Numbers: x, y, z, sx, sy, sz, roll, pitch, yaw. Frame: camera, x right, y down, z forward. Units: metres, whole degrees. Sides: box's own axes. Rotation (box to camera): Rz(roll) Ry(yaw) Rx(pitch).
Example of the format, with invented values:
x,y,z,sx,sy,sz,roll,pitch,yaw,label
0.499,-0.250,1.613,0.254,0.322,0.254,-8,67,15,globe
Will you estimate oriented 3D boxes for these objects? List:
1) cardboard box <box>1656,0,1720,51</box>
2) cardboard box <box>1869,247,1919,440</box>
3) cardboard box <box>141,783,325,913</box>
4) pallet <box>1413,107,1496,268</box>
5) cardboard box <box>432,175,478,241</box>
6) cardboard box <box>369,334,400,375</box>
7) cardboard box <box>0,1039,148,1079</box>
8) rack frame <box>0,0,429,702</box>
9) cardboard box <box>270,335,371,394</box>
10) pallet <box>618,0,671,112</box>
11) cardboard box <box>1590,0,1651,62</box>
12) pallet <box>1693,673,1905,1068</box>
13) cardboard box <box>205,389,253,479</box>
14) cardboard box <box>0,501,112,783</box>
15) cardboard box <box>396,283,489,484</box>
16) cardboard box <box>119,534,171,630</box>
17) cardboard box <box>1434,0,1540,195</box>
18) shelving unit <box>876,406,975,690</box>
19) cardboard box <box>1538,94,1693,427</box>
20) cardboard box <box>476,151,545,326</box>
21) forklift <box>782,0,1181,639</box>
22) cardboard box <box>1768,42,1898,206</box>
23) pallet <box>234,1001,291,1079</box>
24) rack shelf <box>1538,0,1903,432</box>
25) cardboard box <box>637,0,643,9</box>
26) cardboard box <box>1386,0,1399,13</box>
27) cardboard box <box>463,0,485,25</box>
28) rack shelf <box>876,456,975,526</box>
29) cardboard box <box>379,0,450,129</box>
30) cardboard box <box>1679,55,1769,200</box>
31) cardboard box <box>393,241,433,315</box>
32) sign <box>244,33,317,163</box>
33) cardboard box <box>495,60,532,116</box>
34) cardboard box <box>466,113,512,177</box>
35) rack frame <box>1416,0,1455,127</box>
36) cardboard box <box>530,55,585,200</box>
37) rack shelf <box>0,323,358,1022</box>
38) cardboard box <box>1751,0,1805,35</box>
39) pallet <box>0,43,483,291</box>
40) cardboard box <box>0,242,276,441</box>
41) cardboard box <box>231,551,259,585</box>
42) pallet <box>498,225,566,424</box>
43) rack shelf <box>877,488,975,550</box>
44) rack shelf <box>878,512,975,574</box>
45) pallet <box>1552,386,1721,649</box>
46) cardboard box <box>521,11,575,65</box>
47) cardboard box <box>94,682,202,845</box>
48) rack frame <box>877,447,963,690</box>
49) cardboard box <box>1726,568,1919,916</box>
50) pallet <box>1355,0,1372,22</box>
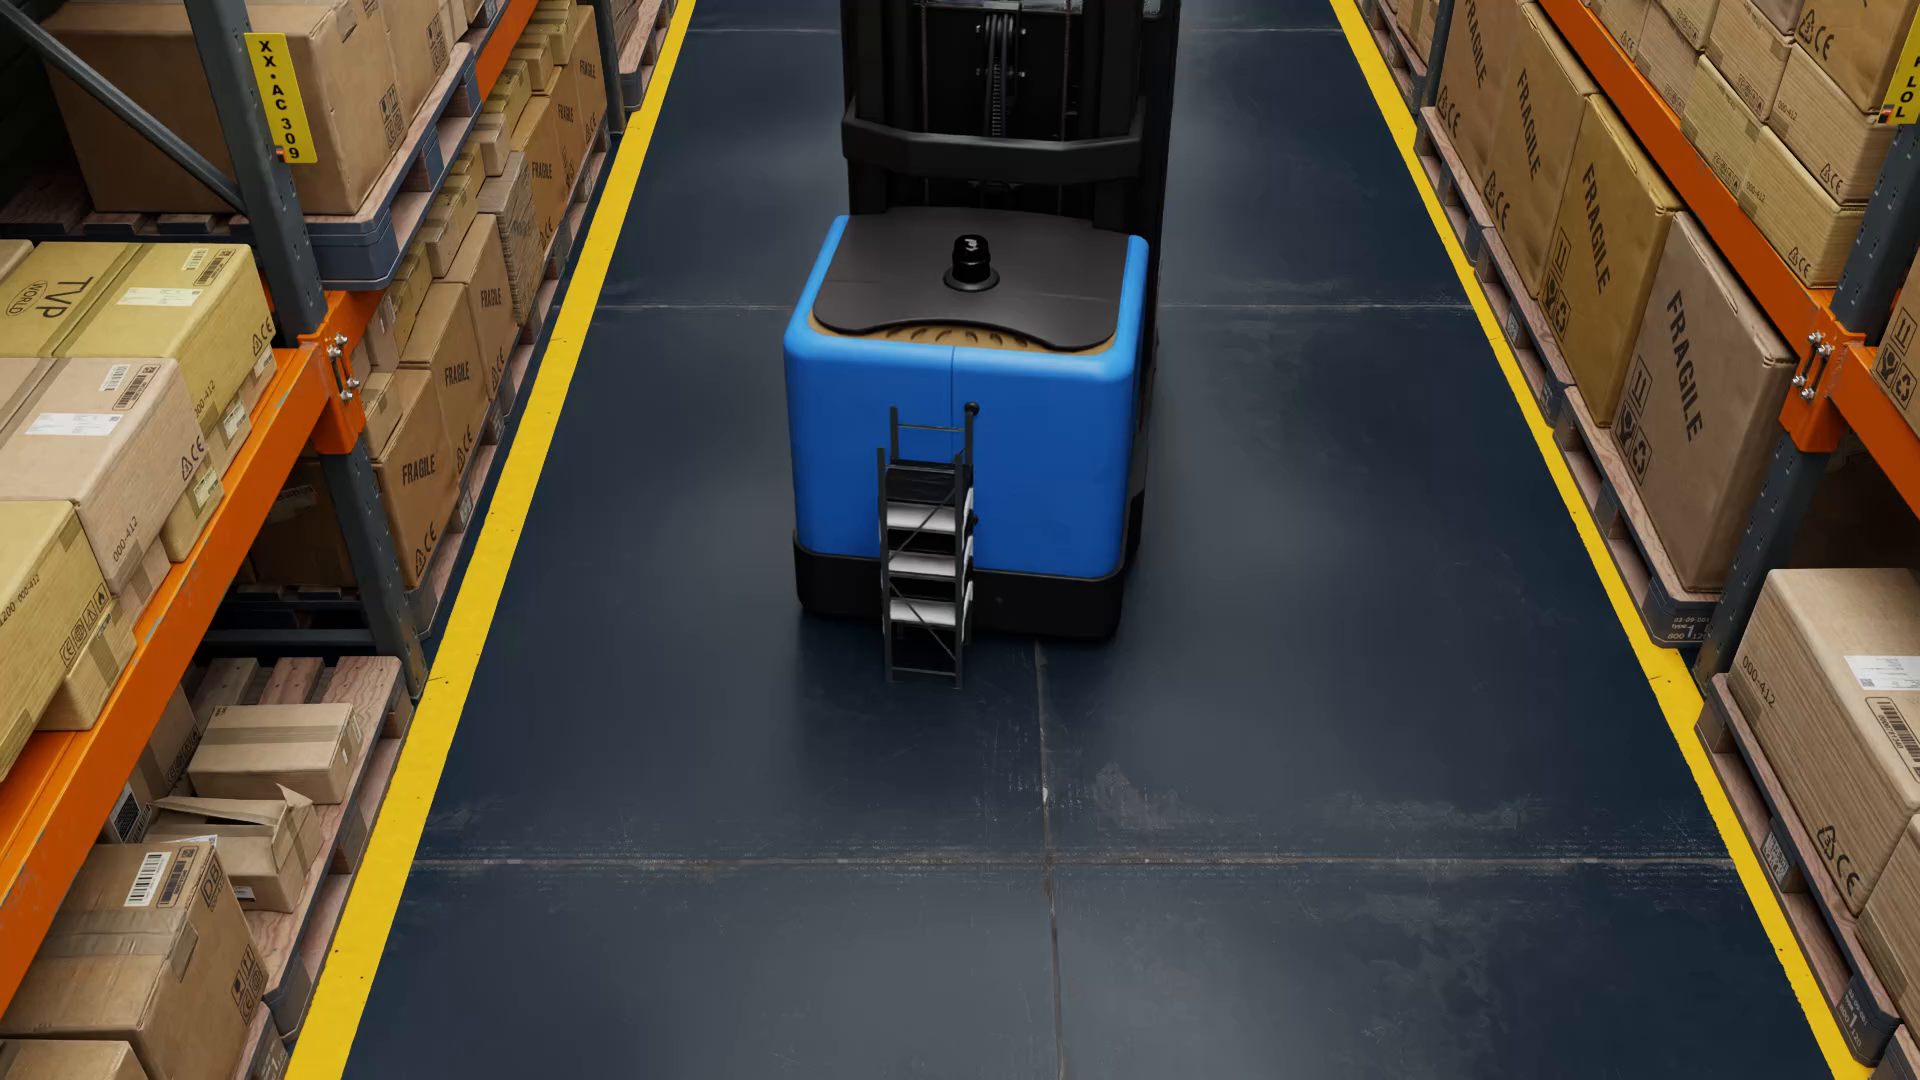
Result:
x,y,z,sx,sy,sz,roll,pitch,yaw,label
2.539,-1.764,5.272,0.500,0.250,0.500,1,39,1,cardboard box
2.536,-0.461,3.846,0.500,0.500,0.500,1,39,1,cardboard box
-1.872,0.765,4.247,0.396,0.266,0.258,1,39,2,cardboard box
2.718,-1.635,7.622,1.003,0.211,1.213,0,39,0,pallet
-1.965,-1.192,5.983,0.380,0.149,0.250,1,39,2,cardboard box
-1.979,-0.548,5.180,0.380,0.149,0.250,-1,39,-1,cardboard box
-1.931,1.356,3.322,0.500,0.500,0.500,1,39,1,cardboard box
-2.167,-0.709,4.236,1.000,3.000,0.127,0,39,0,rack frame
-1.962,-0.491,4.871,0.380,0.149,0.250,-1,39,-1,cardboard box
-2.133,-2.637,8.872,1.003,0.211,1.213,0,39,0,pallet
2.559,-1.894,5.835,0.500,0.250,0.500,0,39,0,cardboard box
2.720,0.849,4.522,1.003,0.211,1.213,0,39,0,pallet
-1.892,-0.249,3.863,0.380,0.149,0.250,1,39,1,cardboard box
-1.919,0.177,3.013,0.500,0.250,0.500,0,39,0,cardboard box
-1.953,-0.533,5.680,0.500,0.500,0.500,-1,39,-1,cardboard box
-1.894,0.077,3.456,0.380,0.149,0.250,1,39,1,cardboard box
2.710,-2.119,7.359,0.875,0.875,0.875,0,39,0,cardboard box
-0.097,0.040,4.980,0.258,0.900,0.210,5,39,7,shelving unit
2.708,-1.002,5.965,0.875,0.875,0.875,1,39,1,cardboard box
-1.943,-1.170,6.474,0.500,0.500,0.500,-1,39,-2,cardboard box
0.196,-1.751,5.592,1.130,2.935,3.031,5,39,7,forklift
2.553,-1.127,4.478,0.500,0.250,0.500,0,39,0,cardboard box
-2.163,1.573,3.618,1.003,0.211,1.213,0,39,0,pallet
2.795,-1.685,6.029,1.077,0.370,4.000,0,39,0,rack shelf
-2.167,-3.247,8.966,0.875,0.625,0.625,1,39,1,cardboard box
2.793,-3.170,9.072,0.950,0.372,0.625,-1,39,-1,cardboard box
-1.945,-2.029,5.468,0.700,0.500,0.500,0,39,0,cardboard box
-0.097,-0.144,4.832,0.258,0.077,0.200,5,39,7,rack shelf
-1.944,-1.539,4.856,0.700,0.500,0.500,0,39,0,cardboard box
2.545,-1.255,5.038,0.500,0.250,0.500,-1,39,-1,cardboard box
-2.004,-0.880,5.594,0.380,0.149,0.250,-1,39,-1,cardboard box
-1.624,-1.052,3.972,0.100,0.325,0.005,0,39,0,sign
-1.975,-1.843,6.796,0.380,0.149,0.250,1,39,1,cardboard box
-1.944,-1.514,6.385,0.380,0.149,0.250,-2,39,-2,cardboard box
2.792,-3.217,7.365,1.000,3.000,0.127,0,39,0,rack frame
-1.966,-1.822,7.288,0.500,0.500,0.500,-1,39,-1,cardboard box
-2.164,0.822,2.901,1.077,0.370,4.000,0,39,0,rack shelf
2.537,-1.747,4.652,0.500,0.500,0.500,1,39,1,cardboard box
-2.058,-1.134,4.920,1.003,0.211,1.213,0,39,0,pallet
-1.922,-0.448,3.793,0.500,0.250,0.500,1,39,1,cardboard box
-2.463,-0.204,5.270,0.500,0.500,0.500,0,39,0,cardboard box
-2.210,-0.895,6.698,1.003,0.211,1.213,0,39,0,pallet
-0.097,-0.074,4.888,0.258,0.077,0.200,5,39,7,rack shelf
-0.097,-0.004,4.945,0.258,0.077,0.200,5,39,7,rack shelf
2.721,-0.109,5.718,1.003,0.211,1.213,0,39,0,pallet
-1.886,-2.173,7.207,0.380,0.149,0.250,-2,39,-2,cardboard box
-2.402,0.589,4.430,0.500,0.311,0.500,1,39,2,cardboard box
-0.112,0.103,4.902,0.240,0.900,0.006,5,39,7,rack frame
2.690,0.514,4.424,0.875,0.438,0.875,-1,39,-1,cardboard box
2.794,-3.378,9.797,1.003,0.211,1.213,0,39,0,pallet
